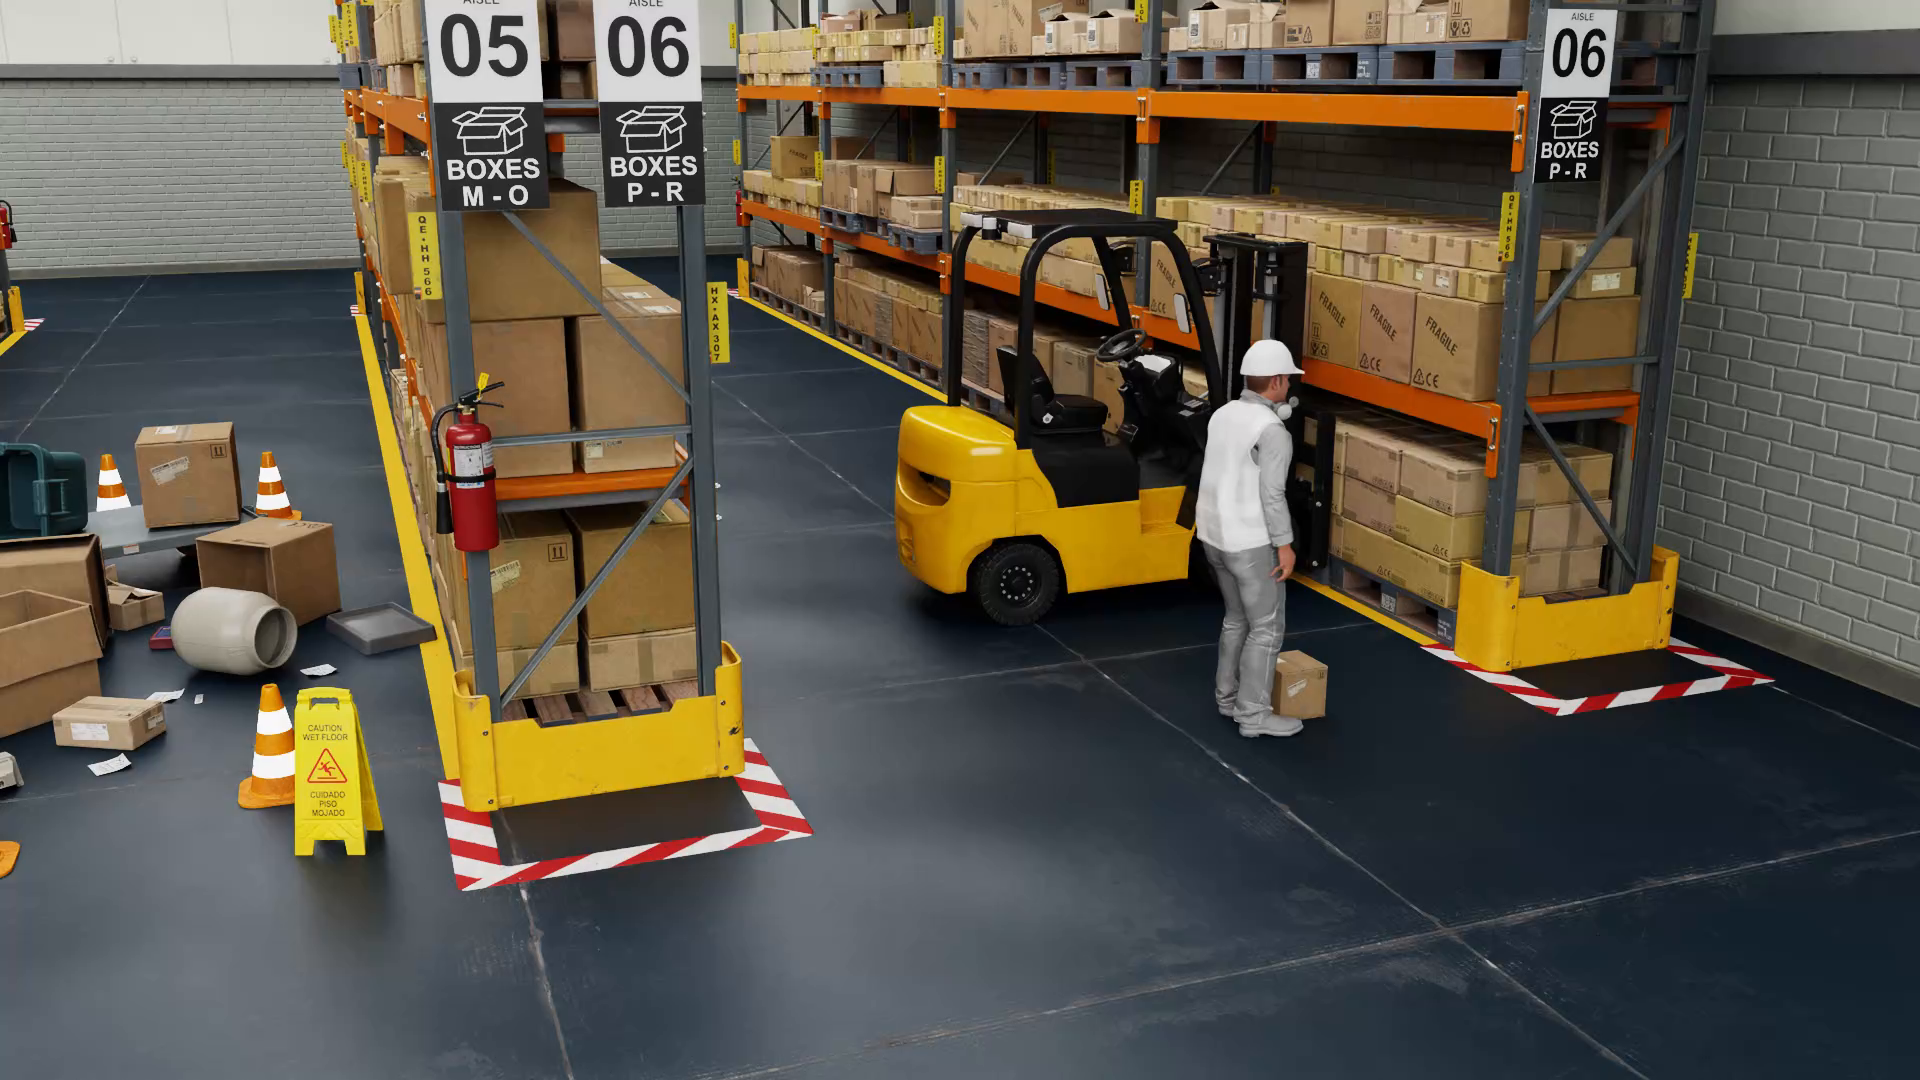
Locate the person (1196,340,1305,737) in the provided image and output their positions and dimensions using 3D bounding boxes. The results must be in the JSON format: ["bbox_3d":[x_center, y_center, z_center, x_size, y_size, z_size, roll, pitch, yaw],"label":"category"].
[{"bbox_3d":[1.316,-0.018,7.540,0.466,1.771,0.584,-6,17,-21],"label":"person"}]
